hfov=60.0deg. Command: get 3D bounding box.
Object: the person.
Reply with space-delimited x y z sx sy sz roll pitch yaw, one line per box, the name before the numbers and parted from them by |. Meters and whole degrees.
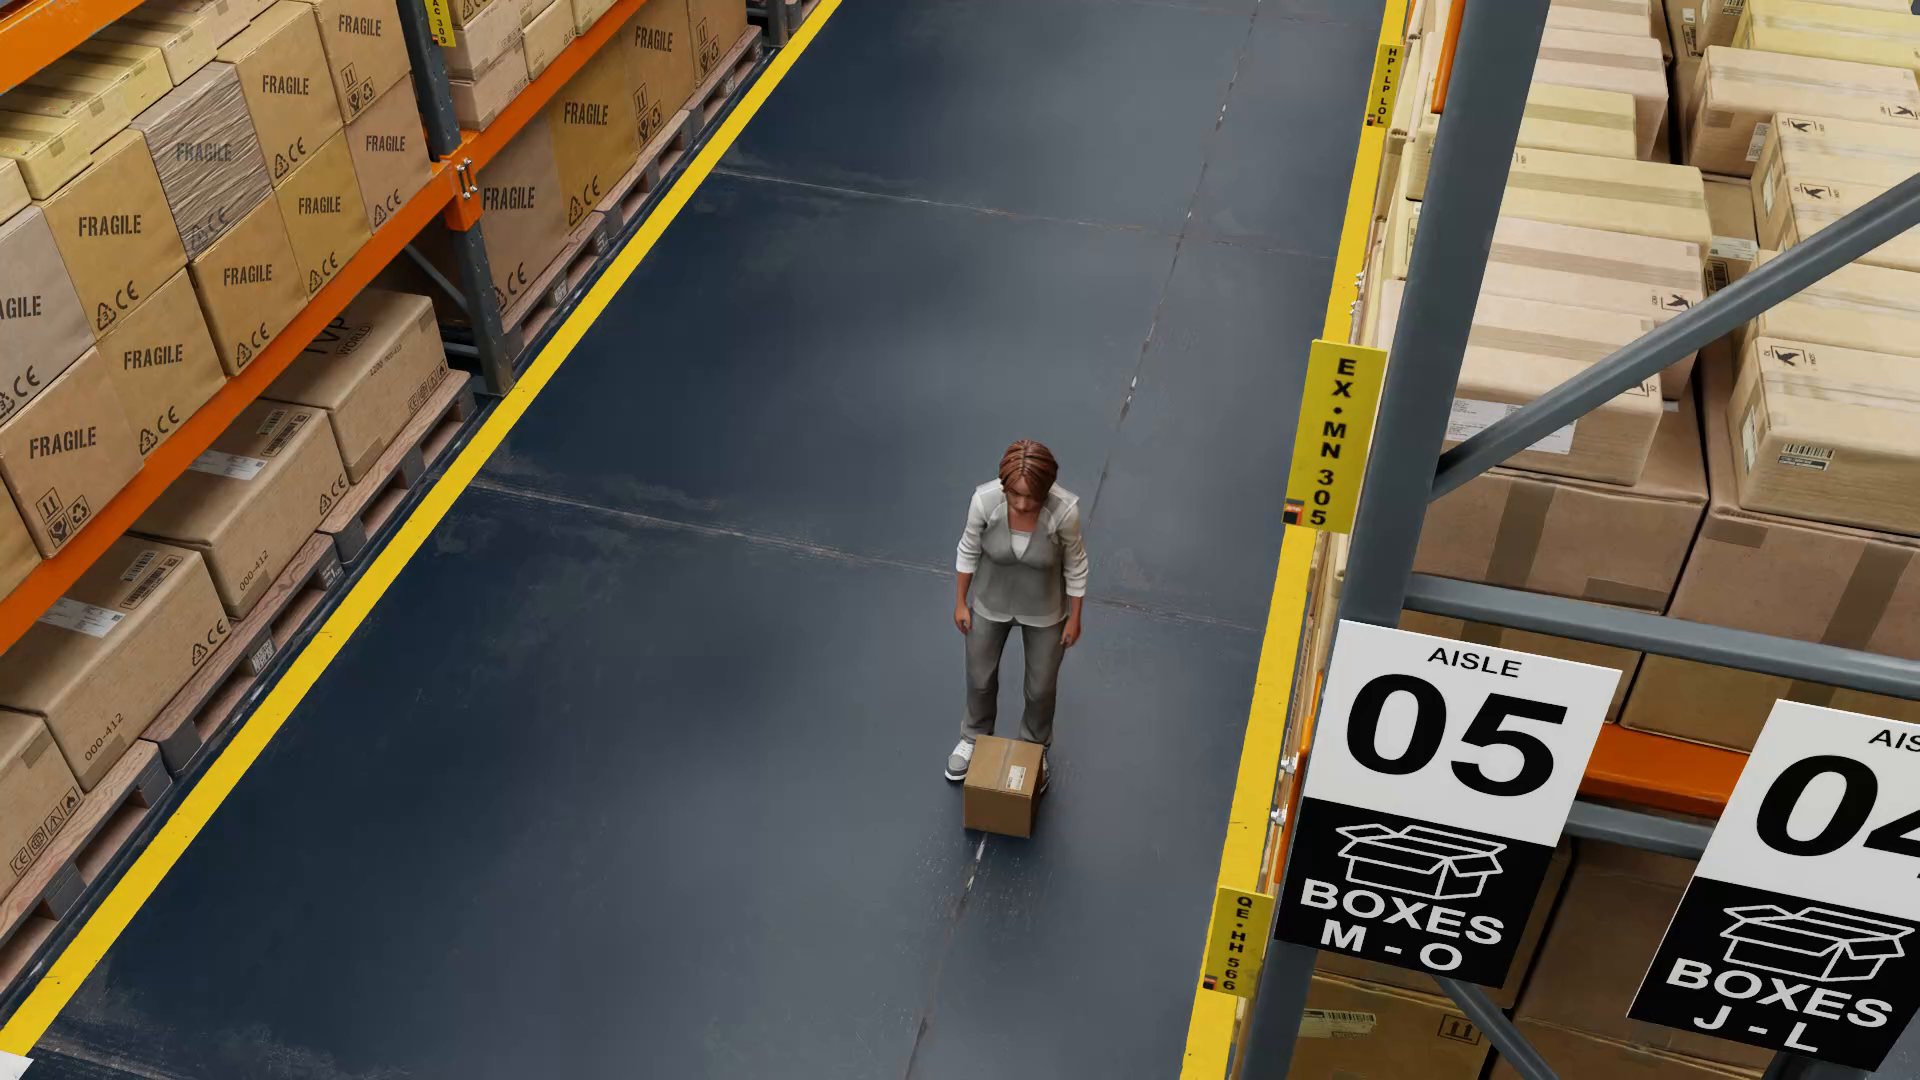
person | 0.202 0.254 5.883 0.481 1.591 0.346 7 42 8
